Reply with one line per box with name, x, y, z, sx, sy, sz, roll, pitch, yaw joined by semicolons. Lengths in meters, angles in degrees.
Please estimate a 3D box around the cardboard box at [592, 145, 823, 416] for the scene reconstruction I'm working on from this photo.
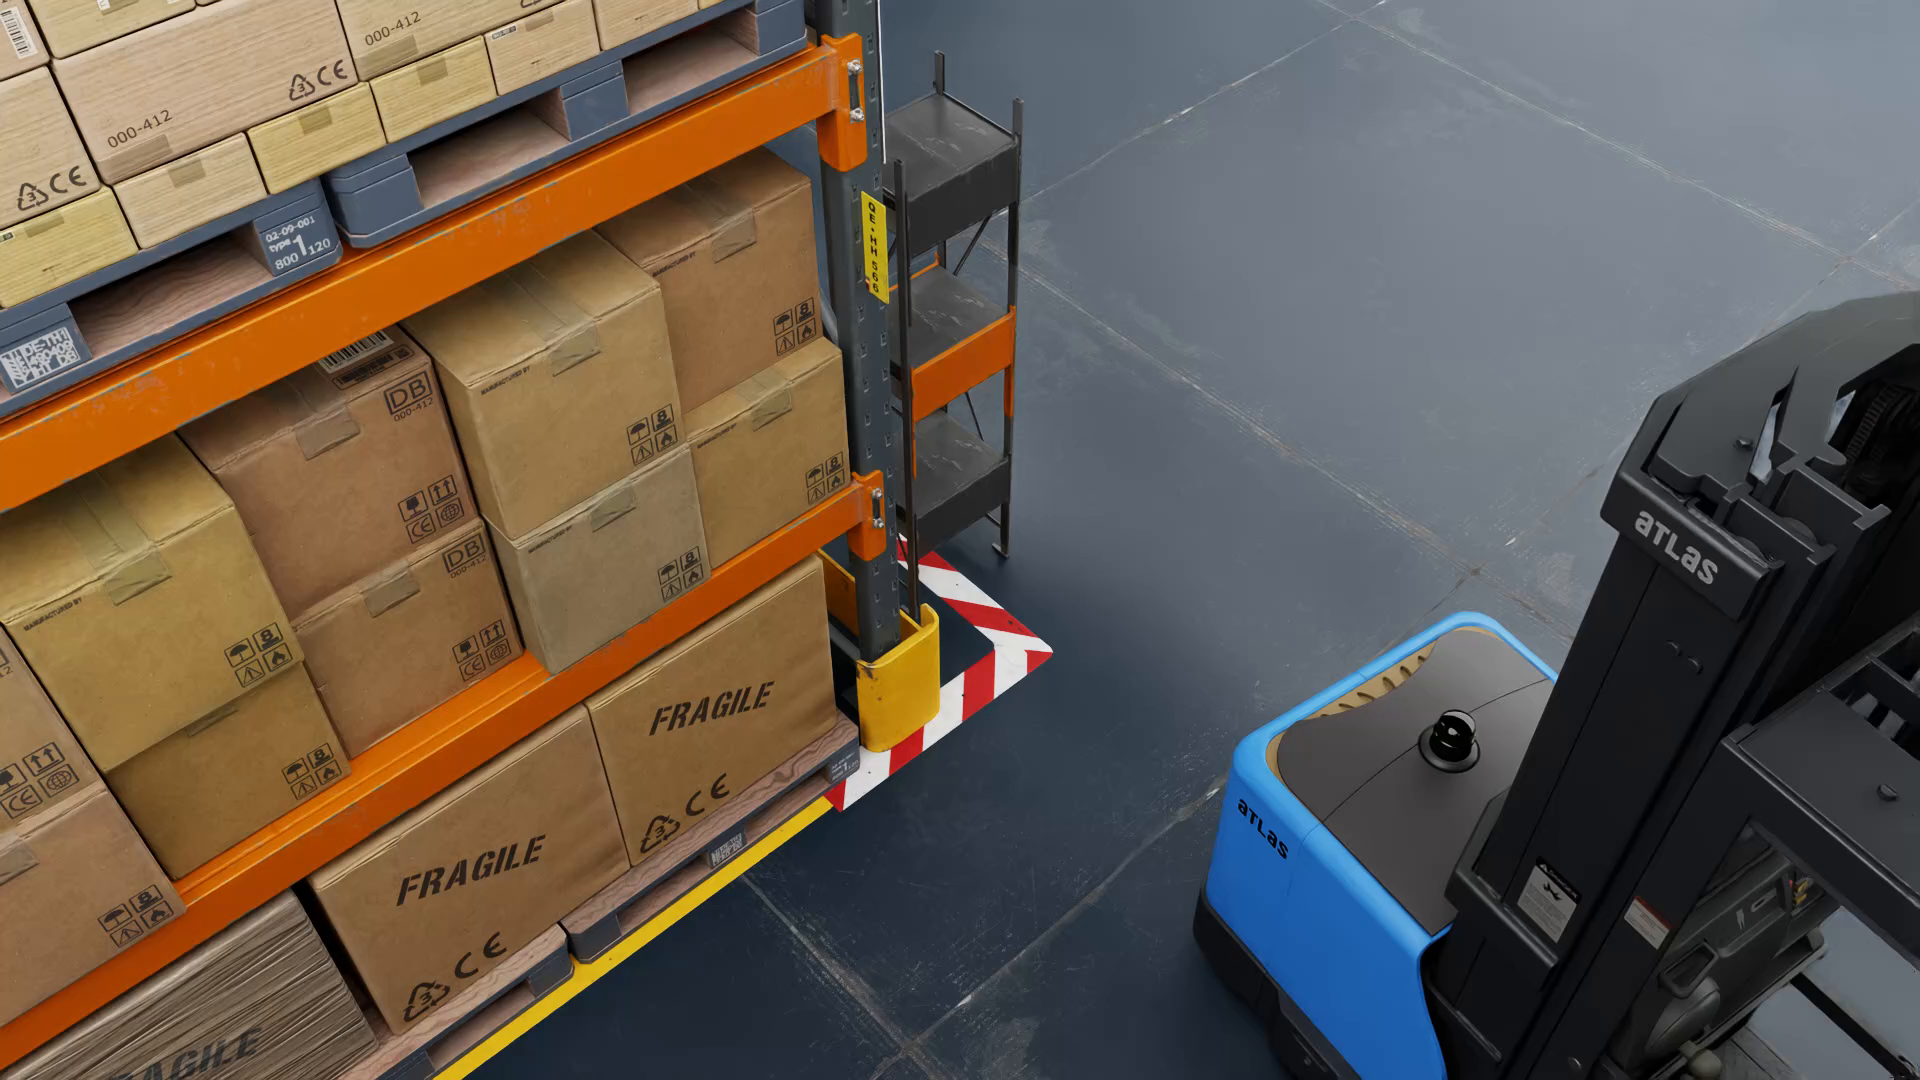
cardboard box;-0.886;-0.870;4.675;0.550;0.550;0.875;-34;56;-27

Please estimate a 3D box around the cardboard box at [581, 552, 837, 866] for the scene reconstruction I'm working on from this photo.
cardboard box;-1.042;0.334;5.561;0.875;0.875;0.875;-33;56;-27

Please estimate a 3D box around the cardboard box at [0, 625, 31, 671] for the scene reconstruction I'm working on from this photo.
cardboard box;-3.512;0.438;6.165;0.258;0.266;0.396;-25;52;-21

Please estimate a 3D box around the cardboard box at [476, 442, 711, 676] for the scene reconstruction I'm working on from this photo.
cardboard box;-1.221;-0.174;4.768;0.550;0.550;0.875;-34;56;-27

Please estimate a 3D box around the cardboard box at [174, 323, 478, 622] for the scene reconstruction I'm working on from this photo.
cardboard box;-1.736;-0.345;4.190;0.550;0.550;0.875;-34;56;-27

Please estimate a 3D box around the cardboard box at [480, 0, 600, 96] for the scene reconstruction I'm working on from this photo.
cardboard box;-0.979;-1.123;3.522;0.250;0.149;0.380;-33;55;-27

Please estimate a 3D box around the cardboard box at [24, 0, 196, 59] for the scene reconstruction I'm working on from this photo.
cardboard box;-1.547;-1.014;2.879;0.250;0.149;0.380;-35;56;-28

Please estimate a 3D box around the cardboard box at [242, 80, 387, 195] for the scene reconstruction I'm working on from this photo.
cardboard box;-1.356;-0.871;3.289;0.250;0.149;0.380;-35;56;-28

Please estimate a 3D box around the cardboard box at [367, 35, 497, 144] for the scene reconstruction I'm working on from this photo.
cardboard box;-1.167;-0.999;3.407;0.250;0.149;0.380;-33;55;-27

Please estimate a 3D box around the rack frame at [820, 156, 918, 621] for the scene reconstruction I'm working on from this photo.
rack frame;-0.303;-0.510;5.791;0.015;2.100;0.400;-34;56;-27

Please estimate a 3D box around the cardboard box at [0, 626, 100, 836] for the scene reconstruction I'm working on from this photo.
cardboard box;-2.428;0.254;3.637;0.550;0.550;0.875;-34;56;-27

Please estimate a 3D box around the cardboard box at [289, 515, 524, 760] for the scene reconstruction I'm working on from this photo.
cardboard box;-1.720;0.034;4.575;0.550;0.550;0.875;-34;56;-27

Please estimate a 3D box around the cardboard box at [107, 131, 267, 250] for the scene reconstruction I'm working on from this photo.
cardboard box;-1.543;-0.747;3.174;0.250;0.149;0.380;-33;55;-27

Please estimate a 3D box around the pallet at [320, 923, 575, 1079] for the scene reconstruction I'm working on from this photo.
pallet;-2.026;1.368;5.344;1.213;0.211;1.003;-34;56;-27

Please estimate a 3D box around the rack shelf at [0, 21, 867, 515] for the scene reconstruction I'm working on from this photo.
rack shelf;-2.065;-0.400;3.526;4.000;0.370;1.077;-34;56;-27

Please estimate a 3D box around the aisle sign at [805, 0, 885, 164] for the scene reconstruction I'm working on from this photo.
aisle sign;-0.331;-1.369;4.203;0.004;0.787;0.394;-34;56;-27

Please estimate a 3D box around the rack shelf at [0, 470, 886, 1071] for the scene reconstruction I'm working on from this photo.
rack shelf;-2.065;0.618;4.629;4.000;0.370;1.077;-34;56;-27

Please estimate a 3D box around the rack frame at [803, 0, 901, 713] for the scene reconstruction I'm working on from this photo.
rack frame;-0.585;-0.615;5.277;0.127;3.000;1.000;-34;56;-27

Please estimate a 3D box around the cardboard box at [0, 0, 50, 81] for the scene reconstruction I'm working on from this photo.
cardboard box;-1.734;-0.889;2.763;0.250;0.149;0.380;-33;55;-27

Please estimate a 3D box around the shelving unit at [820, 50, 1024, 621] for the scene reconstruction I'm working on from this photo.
shelving unit;-0.122;-0.630;5.903;0.503;2.100;0.431;-34;56;-27

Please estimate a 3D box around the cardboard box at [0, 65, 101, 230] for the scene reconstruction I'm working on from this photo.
cardboard box;-1.875;-0.721;2.879;0.500;0.250;0.500;-33;55;-27

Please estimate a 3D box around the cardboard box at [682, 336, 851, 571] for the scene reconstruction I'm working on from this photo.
cardboard box;-0.829;-0.458;5.029;0.550;0.550;0.875;-34;56;-27

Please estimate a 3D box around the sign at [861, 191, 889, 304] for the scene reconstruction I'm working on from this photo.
sign;-0.230;-0.786;4.485;0.005;0.325;0.100;-34;56;-27

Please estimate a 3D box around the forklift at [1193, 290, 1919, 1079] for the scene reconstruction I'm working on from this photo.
forklift;2.004;1.026;3.809;1.130;2.935;3.031;-26;53;-22

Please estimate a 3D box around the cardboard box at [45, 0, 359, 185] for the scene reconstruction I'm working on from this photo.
cardboard box;-1.502;-0.970;3.109;0.500;0.250;0.500;-34;56;-27

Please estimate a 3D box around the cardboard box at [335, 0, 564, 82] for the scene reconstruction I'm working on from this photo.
cardboard box;-1.130;-1.218;3.338;0.500;0.250;0.500;-34;56;-27

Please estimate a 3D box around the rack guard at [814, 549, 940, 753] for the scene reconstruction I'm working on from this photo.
rack guard;-0.567;0.221;6.206;0.348;0.500;1.175;-34;56;-27

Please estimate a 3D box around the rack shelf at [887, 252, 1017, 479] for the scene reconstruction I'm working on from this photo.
rack shelf;-0.122;-0.621;5.913;0.480;0.518;0.431;-34;56;-27

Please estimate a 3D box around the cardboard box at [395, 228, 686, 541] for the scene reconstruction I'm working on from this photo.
cardboard box;-1.230;-0.548;4.378;0.550;0.550;0.875;-34;56;-27

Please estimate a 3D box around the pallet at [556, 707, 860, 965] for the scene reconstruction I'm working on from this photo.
pallet;-1.124;0.768;5.897;1.213;0.211;1.003;-34;56;-27

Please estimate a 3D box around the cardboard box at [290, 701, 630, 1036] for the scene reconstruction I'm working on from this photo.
cardboard box;-1.692;0.770;5.158;0.875;0.875;0.875;-35;56;-28

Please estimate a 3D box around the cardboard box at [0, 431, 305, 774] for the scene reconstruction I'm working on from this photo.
cardboard box;-2.041;-0.012;3.883;0.500;0.550;0.875;-34;56;-27

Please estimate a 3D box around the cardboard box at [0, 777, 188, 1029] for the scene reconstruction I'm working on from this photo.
cardboard box;-2.409;0.636;4.021;0.550;0.550;0.875;-34;56;-27

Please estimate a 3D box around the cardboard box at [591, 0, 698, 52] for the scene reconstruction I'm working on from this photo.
cardboard box;-0.790;-1.251;3.639;0.250;0.149;0.380;-33;55;-27

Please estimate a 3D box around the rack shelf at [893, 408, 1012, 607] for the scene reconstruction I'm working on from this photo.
rack shelf;-0.122;-0.146;6.427;0.480;0.518;0.431;-34;56;-27

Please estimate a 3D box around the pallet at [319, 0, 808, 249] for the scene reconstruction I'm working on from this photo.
pallet;-1.127;-1.230;3.863;1.213;0.211;1.003;-34;56;-27

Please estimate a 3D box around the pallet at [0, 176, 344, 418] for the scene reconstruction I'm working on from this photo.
pallet;-2.030;-0.623;3.304;1.213;0.211;1.003;-34;56;-27

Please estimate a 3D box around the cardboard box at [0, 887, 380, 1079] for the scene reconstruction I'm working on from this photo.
cardboard box;-2.368;1.220;4.743;0.875;0.875;0.875;-33;56;-27

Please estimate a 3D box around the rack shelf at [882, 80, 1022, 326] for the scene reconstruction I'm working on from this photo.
rack shelf;-0.122;-1.096;5.398;0.480;0.518;0.431;-34;56;-27

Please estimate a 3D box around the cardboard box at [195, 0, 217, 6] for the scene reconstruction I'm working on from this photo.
cardboard box;-1.357;-1.142;2.996;0.250;0.149;0.380;-34;56;-27

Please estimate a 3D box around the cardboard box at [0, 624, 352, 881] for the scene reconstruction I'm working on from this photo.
cardboard box;-2.084;0.319;4.313;0.500;0.550;0.875;-34;56;-27

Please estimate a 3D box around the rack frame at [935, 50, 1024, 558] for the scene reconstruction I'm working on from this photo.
rack frame;0.058;-0.751;6.014;0.015;2.100;0.400;-34;56;-27

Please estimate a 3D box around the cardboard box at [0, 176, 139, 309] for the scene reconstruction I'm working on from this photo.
cardboard box;-1.732;-0.621;3.058;0.250;0.149;0.380;-33;55;-27

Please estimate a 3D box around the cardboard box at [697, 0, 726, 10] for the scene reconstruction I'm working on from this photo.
cardboard box;-0.603;-1.375;3.754;0.250;0.149;0.380;-34;56;-27
